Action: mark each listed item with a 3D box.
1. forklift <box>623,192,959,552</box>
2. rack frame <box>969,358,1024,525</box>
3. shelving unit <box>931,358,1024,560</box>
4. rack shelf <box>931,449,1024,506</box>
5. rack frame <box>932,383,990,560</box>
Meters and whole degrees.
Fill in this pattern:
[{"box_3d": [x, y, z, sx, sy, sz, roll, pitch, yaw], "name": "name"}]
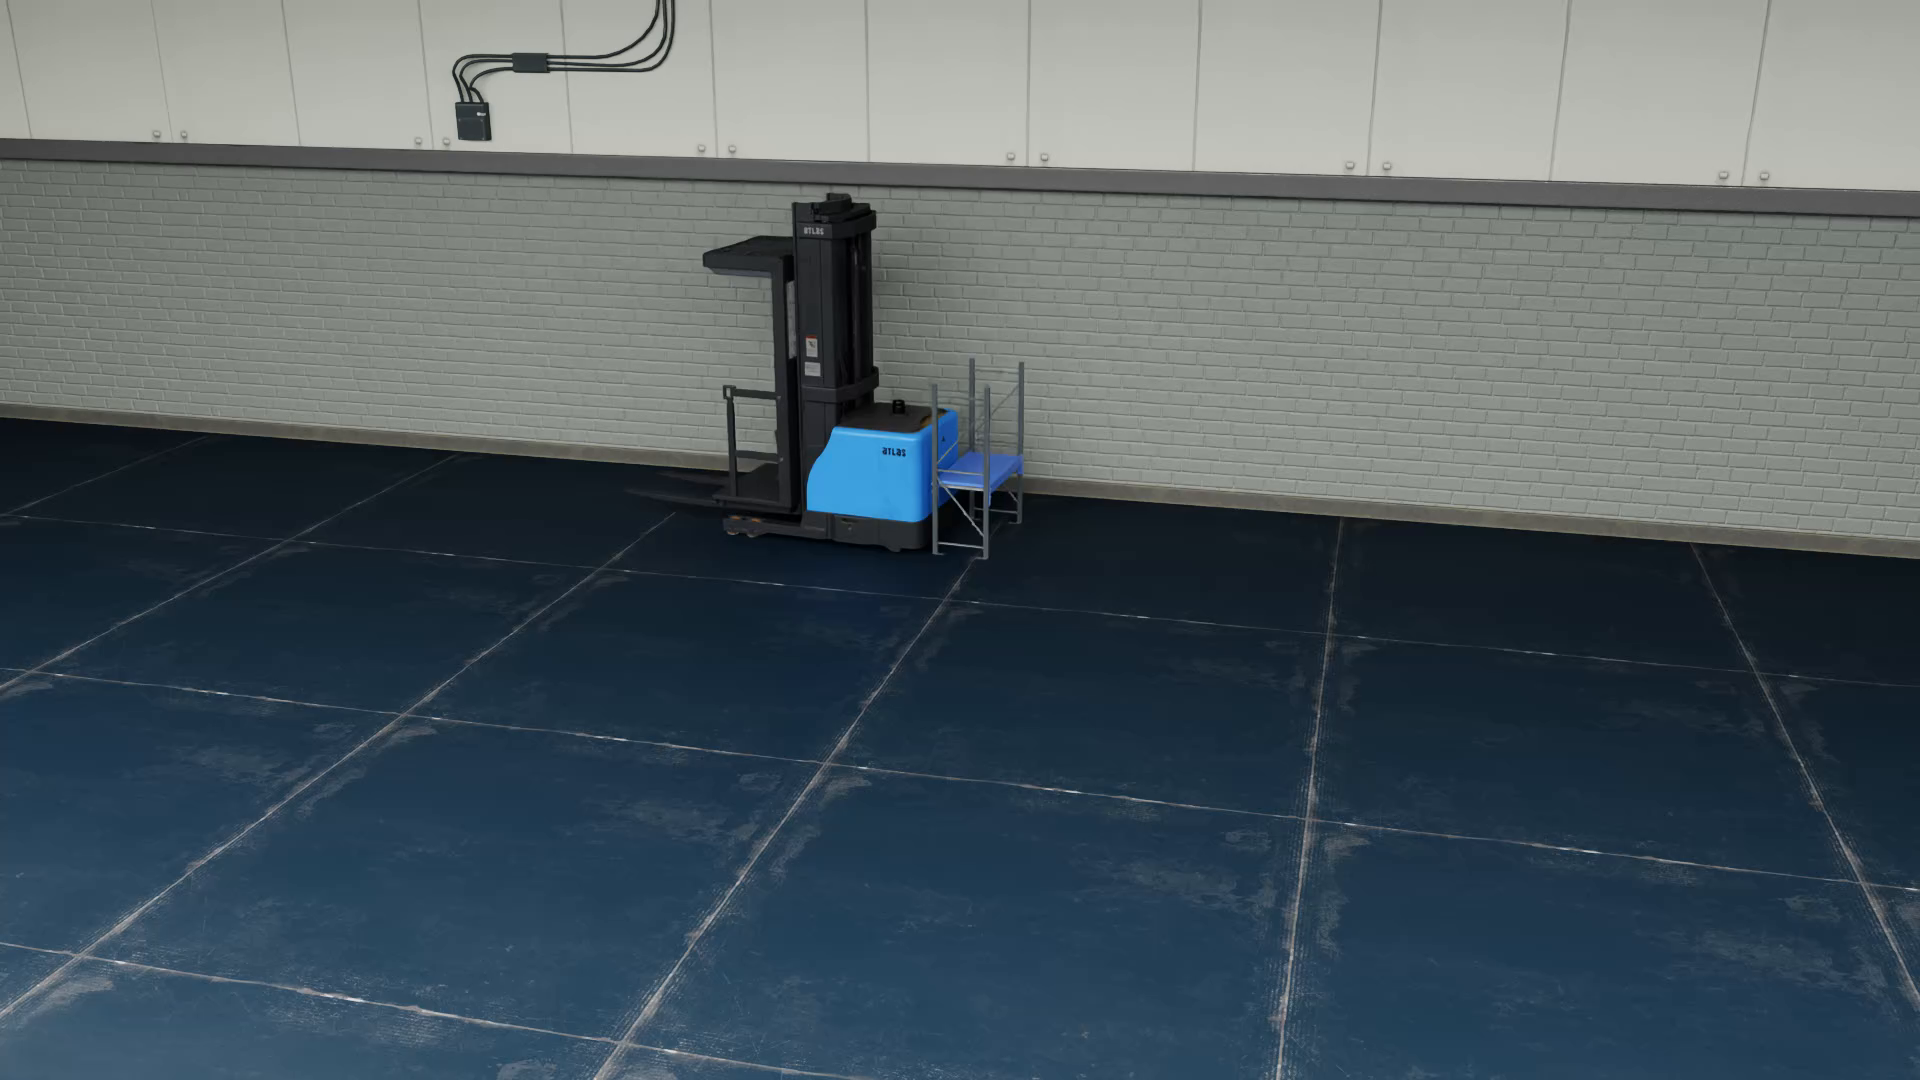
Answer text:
[{"box_3d": [-1.576, -1.559, 14.719, 3.031, 2.935, 1.130, 7, 20, 19], "name": "forklift"}, {"box_3d": [0.325, -0.879, 14.941, 0.500, 1.500, 0.032, 6, 20, 17], "name": "rack frame"}, {"box_3d": [0.165, -0.723, 14.485, 0.538, 1.500, 1.048, 6, 20, 17], "name": "shelving unit"}, {"box_3d": [0.165, -0.553, 14.543, 0.538, 0.185, 1.000, 6, 20, 17], "name": "rack shelf"}, {"box_3d": [0.006, -0.567, 14.028, 0.500, 1.500, 0.032, 6, 20, 17], "name": "rack frame"}]
